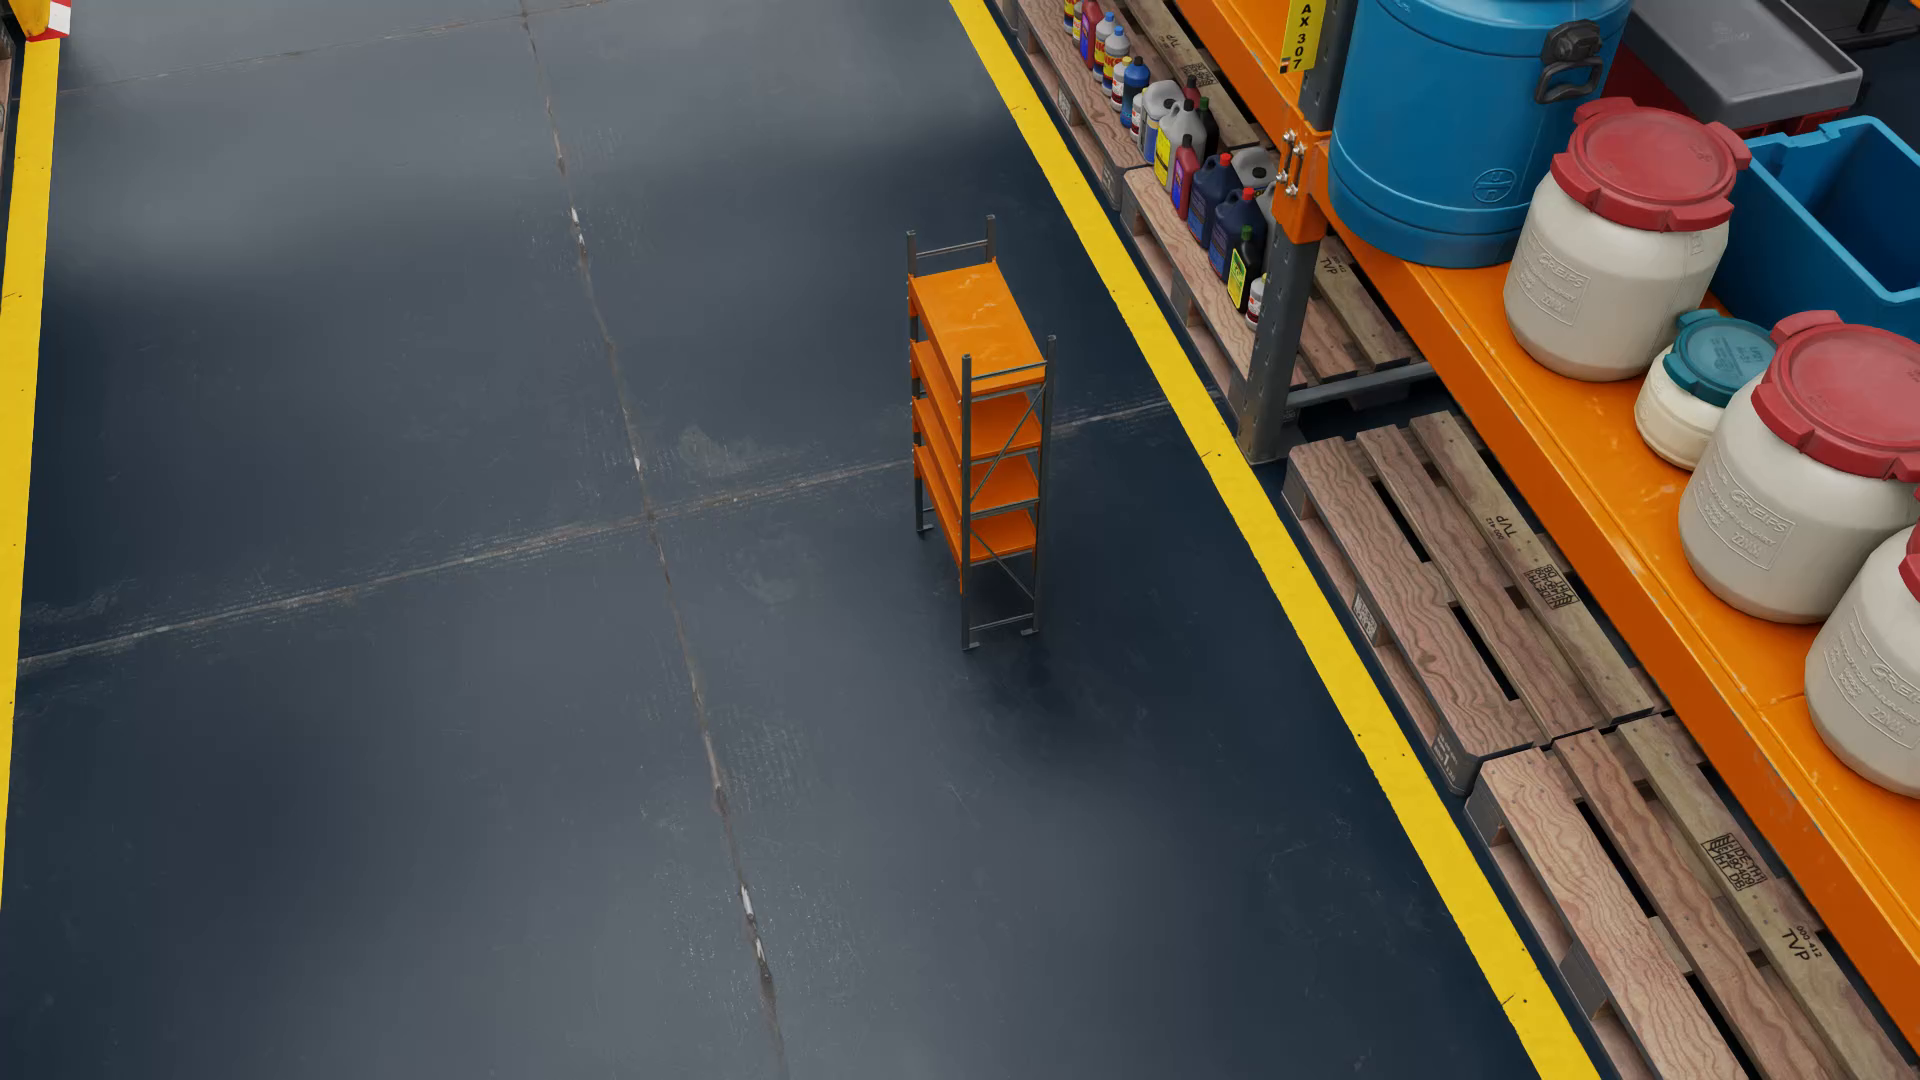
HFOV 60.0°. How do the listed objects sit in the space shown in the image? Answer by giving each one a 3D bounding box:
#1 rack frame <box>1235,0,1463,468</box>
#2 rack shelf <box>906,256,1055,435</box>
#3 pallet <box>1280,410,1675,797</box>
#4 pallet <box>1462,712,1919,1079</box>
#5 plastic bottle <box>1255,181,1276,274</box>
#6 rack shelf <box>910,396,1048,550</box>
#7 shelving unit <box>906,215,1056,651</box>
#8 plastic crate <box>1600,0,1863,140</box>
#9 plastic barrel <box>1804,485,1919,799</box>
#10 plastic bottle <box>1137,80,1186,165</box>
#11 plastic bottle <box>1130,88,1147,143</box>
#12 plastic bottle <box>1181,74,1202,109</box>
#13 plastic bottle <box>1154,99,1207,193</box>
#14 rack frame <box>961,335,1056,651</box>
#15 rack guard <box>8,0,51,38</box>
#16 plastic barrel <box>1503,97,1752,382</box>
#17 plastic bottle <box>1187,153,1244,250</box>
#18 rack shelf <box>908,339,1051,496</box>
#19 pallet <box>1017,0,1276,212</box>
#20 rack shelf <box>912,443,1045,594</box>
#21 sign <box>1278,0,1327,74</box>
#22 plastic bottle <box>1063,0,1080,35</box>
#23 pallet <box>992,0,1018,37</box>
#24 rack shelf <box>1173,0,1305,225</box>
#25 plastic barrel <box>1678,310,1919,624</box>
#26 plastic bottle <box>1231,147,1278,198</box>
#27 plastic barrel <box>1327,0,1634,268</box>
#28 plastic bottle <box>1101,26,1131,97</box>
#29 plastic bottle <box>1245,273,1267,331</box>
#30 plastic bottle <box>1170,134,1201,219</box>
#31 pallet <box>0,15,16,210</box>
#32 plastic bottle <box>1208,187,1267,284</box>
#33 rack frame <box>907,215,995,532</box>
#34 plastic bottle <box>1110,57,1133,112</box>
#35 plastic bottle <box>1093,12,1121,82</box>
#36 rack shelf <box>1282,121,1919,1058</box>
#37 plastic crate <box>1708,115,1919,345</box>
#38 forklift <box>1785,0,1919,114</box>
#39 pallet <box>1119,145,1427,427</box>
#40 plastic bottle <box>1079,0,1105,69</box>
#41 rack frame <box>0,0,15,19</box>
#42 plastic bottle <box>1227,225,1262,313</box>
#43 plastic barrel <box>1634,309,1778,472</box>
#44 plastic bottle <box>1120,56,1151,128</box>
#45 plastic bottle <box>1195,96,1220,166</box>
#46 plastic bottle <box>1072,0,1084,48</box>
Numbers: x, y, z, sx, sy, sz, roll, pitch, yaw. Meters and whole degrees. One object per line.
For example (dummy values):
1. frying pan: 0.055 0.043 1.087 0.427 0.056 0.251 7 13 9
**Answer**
1. rack frame: 1.409 -1.361 4.435 1.000 3.000 0.127 -13 51 -11
2. rack shelf: 0.049 -0.519 4.389 0.258 0.148 0.480 -13 51 -11
3. pallet: 1.678 0.103 5.025 1.003 0.211 1.213 -13 51 -11
4. pallet: 2.043 0.995 4.273 1.003 0.211 1.213 -13 51 -11
5. plastic bottle: 1.081 -1.087 5.649 0.144 0.351 0.185 -13 51 -11
6. rack shelf: 0.049 -0.222 4.741 0.258 0.148 0.480 -13 51 -11
7. shelving unit: 0.049 -0.266 4.689 0.258 1.200 0.503 -13 51 -11
8. plastic crate: 1.844 -1.097 4.171 0.402 0.464 0.583 -13 51 -11
9. plastic barrel: 1.827 0.196 3.034 0.433 0.535 0.433 0 50 0
10. plastic bottle: 0.747 -1.526 6.068 0.152 0.276 0.135 -12 51 -10
11. plastic bottle: 0.686 -1.582 6.164 0.097 0.201 0.097 0 50 0
12. plastic bottle: 0.848 -1.552 6.086 0.061 0.283 0.133 -13 51 -11
13. plastic bottle: 0.791 -1.430 5.938 0.144 0.351 0.185 -14 51 -11
14. rack frame: 0.121 -0.088 4.539 0.240 1.200 0.015 -13 51 -11
15. rack guard: -4.483 -2.301 6.863 1.175 0.500 0.348 -13 51 -11
16. plastic barrel: 1.482 -0.656 3.752 0.433 0.535 0.433 0 50 0
17. plastic bottle: 0.886 -1.194 5.740 0.144 0.351 0.185 -16 52 -13
18. rack shelf: 0.049 -0.367 4.570 0.258 0.148 0.480 -13 51 -11
19. pallet: 0.886 -1.855 6.675 1.003 0.211 1.213 -13 51 -11
20. rack shelf: 0.049 -0.094 4.893 0.258 0.148 0.480 -13 51 -11
21. sign: 0.880 -1.334 4.231 0.100 0.325 0.005 -13 51 -11
22. plastic bottle: 0.465 -2.150 6.597 0.097 0.271 0.097 0 50 0
23. pallet: 0.529 -2.744 7.425 1.003 0.211 1.213 -13 51 -11
24. rack shelf: 0.818 -2.590 5.942 1.077 0.370 4.000 -13 51 -11
25. plastic barrel: 1.699 -0.120 3.301 0.433 0.535 0.433 0 50 0
26. plastic bottle: 1.021 -1.222 5.812 0.152 0.276 0.135 -13 51 -11
27. plastic barrel: 1.234 -1.172 3.948 0.600 0.901 0.708 -13 51 -11
28. plastic bottle: 0.596 -1.827 6.325 0.097 0.271 0.097 0 50 0
29. plastic bottle: 1.004 -0.795 5.501 0.097 0.201 0.097 0 50 0
30. plastic bottle: 0.798 -1.282 5.858 0.061 0.283 0.133 -10 51 -9
31. pallet: -4.276 -1.607 6.466 1.003 0.211 1.213 -13 51 -11
32. plastic bottle: 0.943 -1.054 5.621 0.144 0.351 0.185 -15 51 -12
33. rack frame: -0.023 -0.444 4.840 0.240 1.200 0.015 -13 51 -11
34. plastic bottle: 0.625 -1.732 6.290 0.097 0.201 0.097 0 50 0
35. plastic bottle: 0.566 -1.900 6.386 0.097 0.271 0.097 0 50 0
36. rack shelf: 2.000 0.332 3.479 1.077 0.370 4.000 -13 51 -11
37. plastic crate: 2.032 -0.620 3.821 0.392 0.384 0.575 -13 51 -11
38. forklift: 3.121 -2.994 5.857 3.031 2.935 1.130 -12 51 -10
39. pallet: 1.250 -0.962 5.923 1.003 0.211 1.213 -13 51 -11
40. plastic bottle: 0.514 -1.984 6.450 0.061 0.283 0.133 -13 51 -10
41. rack frame: -4.505 -3.162 5.954 1.000 3.000 0.127 -13 51 -11
42. plastic bottle: 0.952 -0.904 5.539 0.061 0.283 0.133 -11 51 -9
43. plastic barrel: 1.654 -0.315 3.644 0.301 0.262 0.301 0 50 0
44. plastic bottle: 0.655 -1.679 6.200 0.097 0.271 0.097 0 50 0
45. plastic bottle: 0.881 -1.450 6.000 0.061 0.283 0.133 -13 51 -11
46. plastic bottle: 0.495 -2.052 6.560 0.097 0.201 0.097 0 50 0
